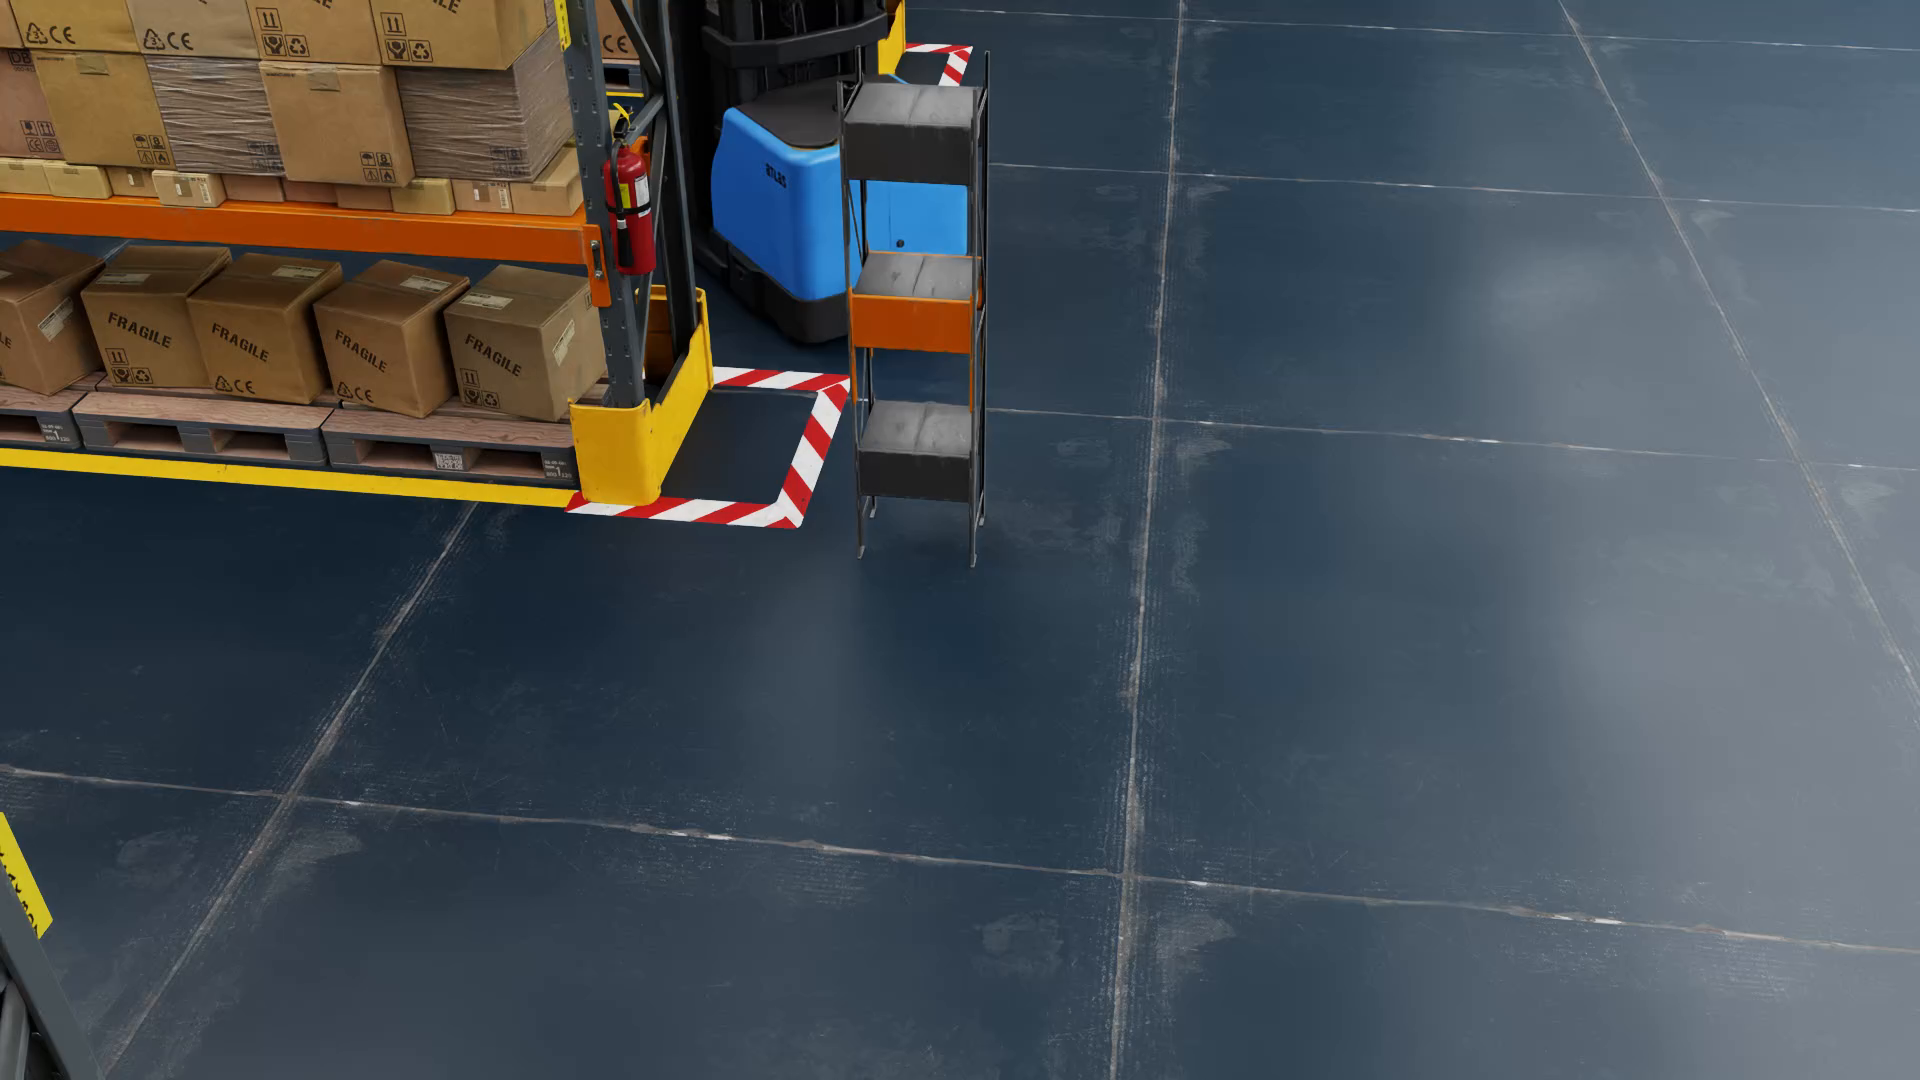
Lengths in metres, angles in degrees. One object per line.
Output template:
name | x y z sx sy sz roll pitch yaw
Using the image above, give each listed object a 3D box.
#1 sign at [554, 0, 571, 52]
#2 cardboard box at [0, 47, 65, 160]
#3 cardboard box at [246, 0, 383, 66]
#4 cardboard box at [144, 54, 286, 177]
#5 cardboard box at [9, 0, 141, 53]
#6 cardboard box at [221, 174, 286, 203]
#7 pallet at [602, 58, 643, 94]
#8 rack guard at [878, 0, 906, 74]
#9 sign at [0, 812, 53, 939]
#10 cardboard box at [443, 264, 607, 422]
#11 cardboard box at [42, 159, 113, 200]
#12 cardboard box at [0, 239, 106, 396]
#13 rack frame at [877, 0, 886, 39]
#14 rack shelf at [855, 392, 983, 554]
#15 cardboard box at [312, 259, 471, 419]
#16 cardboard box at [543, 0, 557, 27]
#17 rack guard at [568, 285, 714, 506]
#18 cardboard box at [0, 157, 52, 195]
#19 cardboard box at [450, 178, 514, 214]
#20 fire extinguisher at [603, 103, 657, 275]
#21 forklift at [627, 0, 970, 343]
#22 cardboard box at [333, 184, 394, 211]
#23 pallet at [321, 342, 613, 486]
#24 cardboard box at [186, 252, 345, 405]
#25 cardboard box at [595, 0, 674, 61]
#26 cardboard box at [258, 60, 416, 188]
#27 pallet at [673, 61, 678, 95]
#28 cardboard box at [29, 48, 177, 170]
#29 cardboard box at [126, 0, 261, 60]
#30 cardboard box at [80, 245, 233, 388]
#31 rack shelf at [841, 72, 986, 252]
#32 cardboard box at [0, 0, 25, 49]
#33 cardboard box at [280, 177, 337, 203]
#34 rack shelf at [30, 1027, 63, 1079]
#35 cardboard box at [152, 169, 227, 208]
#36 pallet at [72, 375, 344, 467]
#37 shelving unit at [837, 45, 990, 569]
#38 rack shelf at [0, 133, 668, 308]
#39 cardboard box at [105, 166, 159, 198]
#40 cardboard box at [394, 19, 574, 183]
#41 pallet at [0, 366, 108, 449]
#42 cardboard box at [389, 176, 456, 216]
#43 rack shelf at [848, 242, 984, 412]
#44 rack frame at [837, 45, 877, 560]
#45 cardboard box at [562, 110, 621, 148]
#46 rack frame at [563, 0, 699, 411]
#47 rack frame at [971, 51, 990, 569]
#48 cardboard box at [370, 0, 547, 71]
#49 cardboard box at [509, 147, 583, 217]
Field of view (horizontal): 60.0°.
sign | -1.488 -1.994 6.193 0.005 0.325 0.100 4 36 6
cardboard box | -3.926 -2.065 7.219 0.500 0.500 0.875 4 36 6
cardboard box | -2.471 -2.213 6.566 0.500 0.500 0.500 4 36 6
cardboard box | -2.941 -1.960 7.072 0.500 0.500 0.875 4 36 6
cardboard box | -3.461 -2.293 6.678 0.500 0.500 0.500 4 36 6
cardboard box | -2.948 -1.595 7.119 0.250 0.149 0.380 4 36 6
pallet | -2.675 -3.533 12.019 1.213 0.211 1.003 4 36 6
rack guard | -0.641 -3.543 11.785 0.348 0.500 1.175 4 36 6
sign | -1.954 0.712 3.432 0.005 0.325 0.100 4 36 6
cardboard box | -2.014 -0.922 7.749 0.500 0.500 0.500 11 37 15
cardboard box | -3.700 -1.613 7.145 0.250 0.149 0.380 4 36 6
cardboard box | -4.404 -1.071 7.959 0.500 0.500 0.500 16 38 21
rack frame | -0.665 -4.563 11.061 0.127 3.000 1.000 4 36 6
rack shelf | -0.164 -0.286 7.072 0.480 0.518 0.431 4 36 6
cardboard box | -2.612 -0.946 7.784 0.500 0.500 0.500 14 38 18
cardboard box | -1.908 -2.479 6.938 0.500 0.500 0.500 4 36 6
rack guard | -1.473 -0.700 7.801 0.348 0.500 1.175 4 36 6
cardboard box | -3.947 -1.638 7.180 0.250 0.149 0.380 4 36 6
cardboard box | -1.954 -1.531 7.029 0.250 0.149 0.380 4 36 6
fire extinguisher | -1.342 -1.407 6.706 0.183 0.674 0.296 4 36 6
forklift | -1.157 -3.027 8.969 1.130 2.935 3.031 -20 40 -26
cardboard box | -2.455 -1.547 7.052 0.250 0.149 0.380 4 36 6
pallet | -2.274 -0.663 7.998 1.213 0.211 1.003 4 36 6
cardboard box | -3.230 -1.003 7.864 0.500 0.500 0.500 7 36 10
cardboard box | -2.219 -3.945 11.663 0.875 0.875 0.875 4 36 5
cardboard box | -2.450 -1.898 6.986 0.500 0.500 0.875 4 36 6
pallet | -1.468 -3.442 11.891 1.213 0.211 1.003 4 36 6
cardboard box | -3.435 -2.004 7.134 0.500 0.500 0.875 4 36 6
cardboard box | -2.967 -2.251 6.620 0.500 0.500 0.500 4 36 6
cardboard box | -3.778 -1.070 7.958 0.500 0.500 0.500 1 36 2
rack shelf | -0.164 -1.426 6.258 0.480 0.518 0.431 4 36 6
cardboard box | -3.959 -2.324 6.721 0.500 0.500 0.500 4 36 6
cardboard box | -2.697 -1.590 7.111 0.250 0.149 0.380 4 36 6
rack shelf | -4.012 1.286 3.485 4.000 0.370 1.077 4 36 6
cardboard box | -3.207 -1.563 7.074 0.250 0.149 0.380 4 36 6
pallet | -3.481 -0.755 8.126 1.213 0.211 1.003 4 36 6
shelving unit | -0.164 -0.867 6.657 0.503 2.100 0.431 4 36 6
rack shelf | -3.381 -1.567 7.483 4.000 0.370 1.077 4 36 6
cardboard box | -3.446 -1.621 7.156 0.250 0.149 0.380 4 36 6
cardboard box | -1.939 -1.930 7.031 0.500 0.500 0.875 4 36 6
pallet | -4.694 -0.844 8.251 1.213 0.211 1.003 4 36 6
cardboard box | -2.209 -1.520 7.014 0.250 0.149 0.380 4 36 6
rack shelf | -0.164 -0.856 6.665 0.480 0.518 0.431 4 36 6
rack frame | -0.406 -0.885 6.683 0.015 2.100 0.400 4 36 6
cardboard box | -1.650 -1.768 7.362 0.250 0.149 0.380 4 36 6
rack frame | -1.397 -1.712 7.067 0.127 3.000 1.000 4 36 6
rack frame | 0.078 -0.849 6.632 0.015 2.100 0.400 4 36 6
cardboard box | -1.974 -2.179 6.519 0.500 0.500 0.500 4 36 6
cardboard box | -1.706 -1.512 7.003 0.250 0.149 0.380 4 36 6
